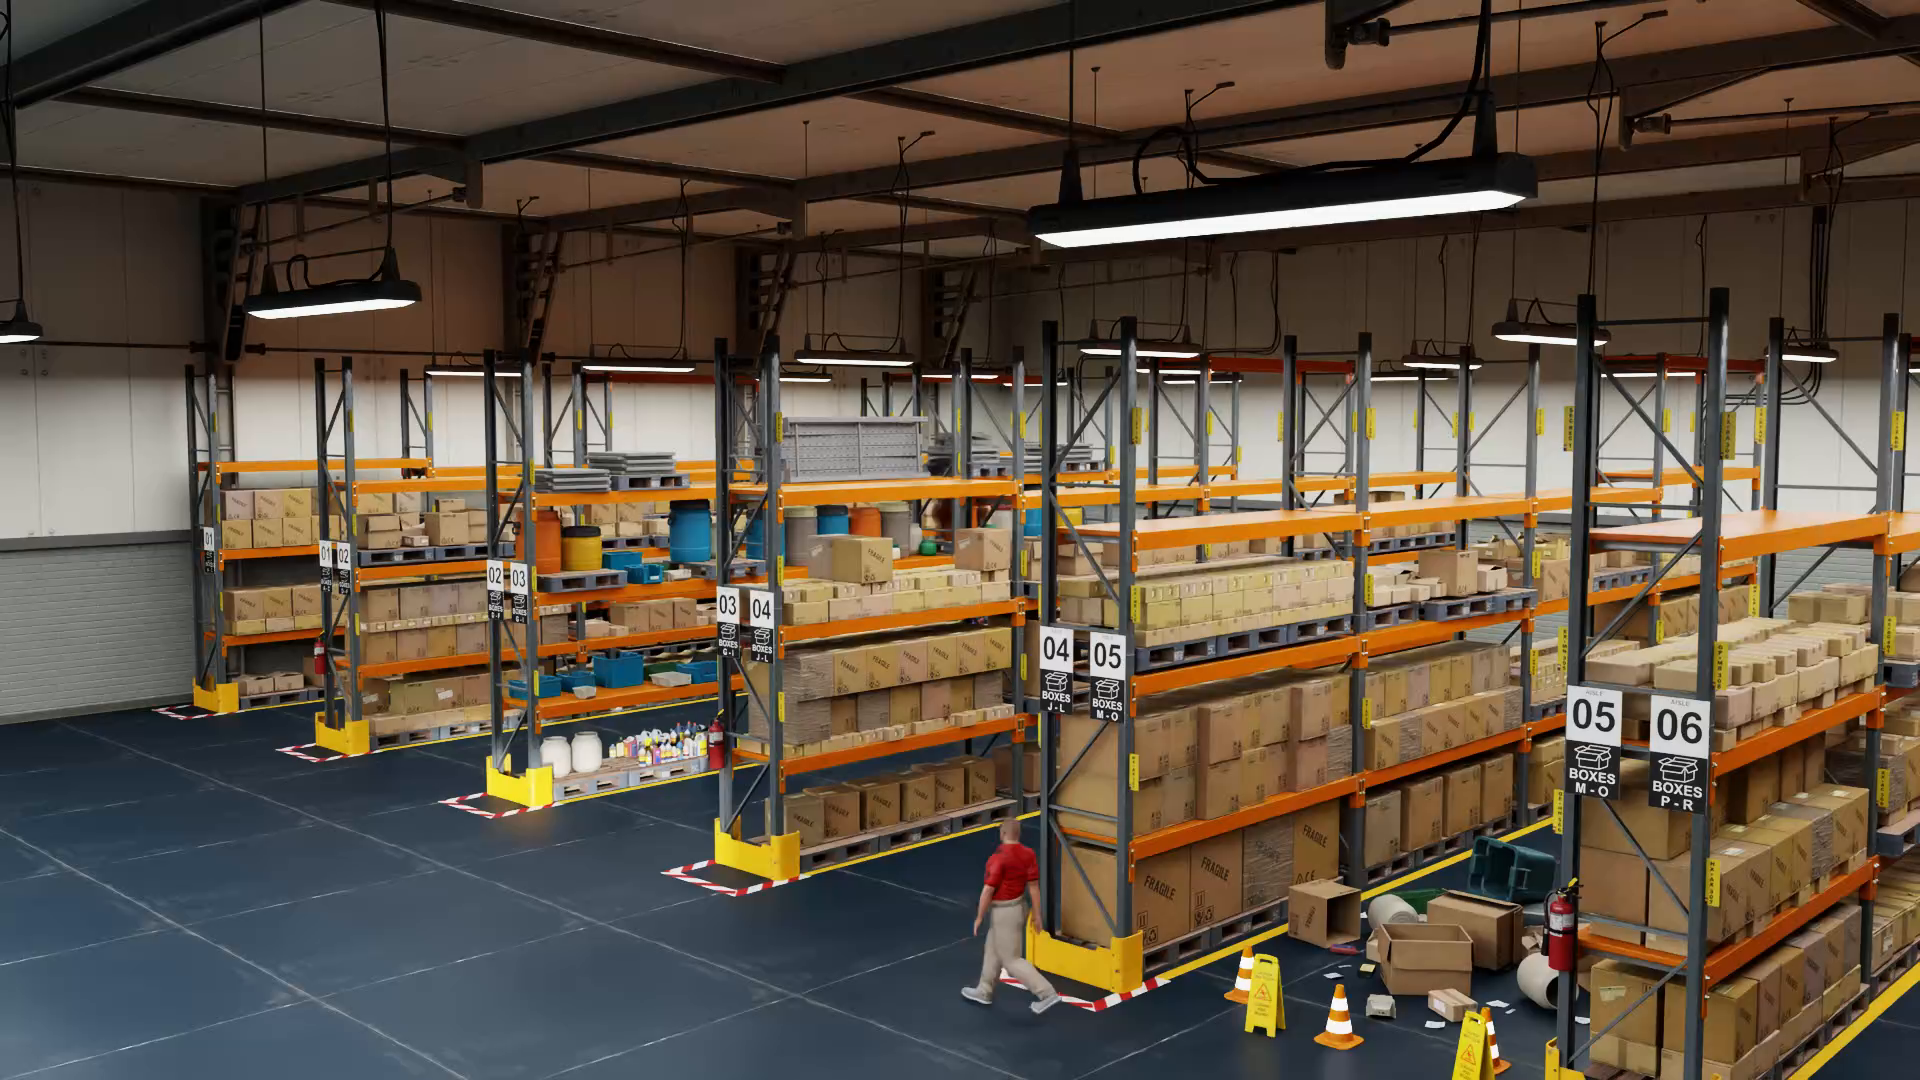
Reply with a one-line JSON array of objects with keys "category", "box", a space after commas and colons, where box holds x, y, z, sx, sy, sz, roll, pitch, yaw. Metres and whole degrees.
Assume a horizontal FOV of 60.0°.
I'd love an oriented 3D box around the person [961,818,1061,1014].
[{"category": "person", "box": [0.418, 3.225, 14.286, 1.000, 1.688, 0.509, 2, 5, 20]}]
